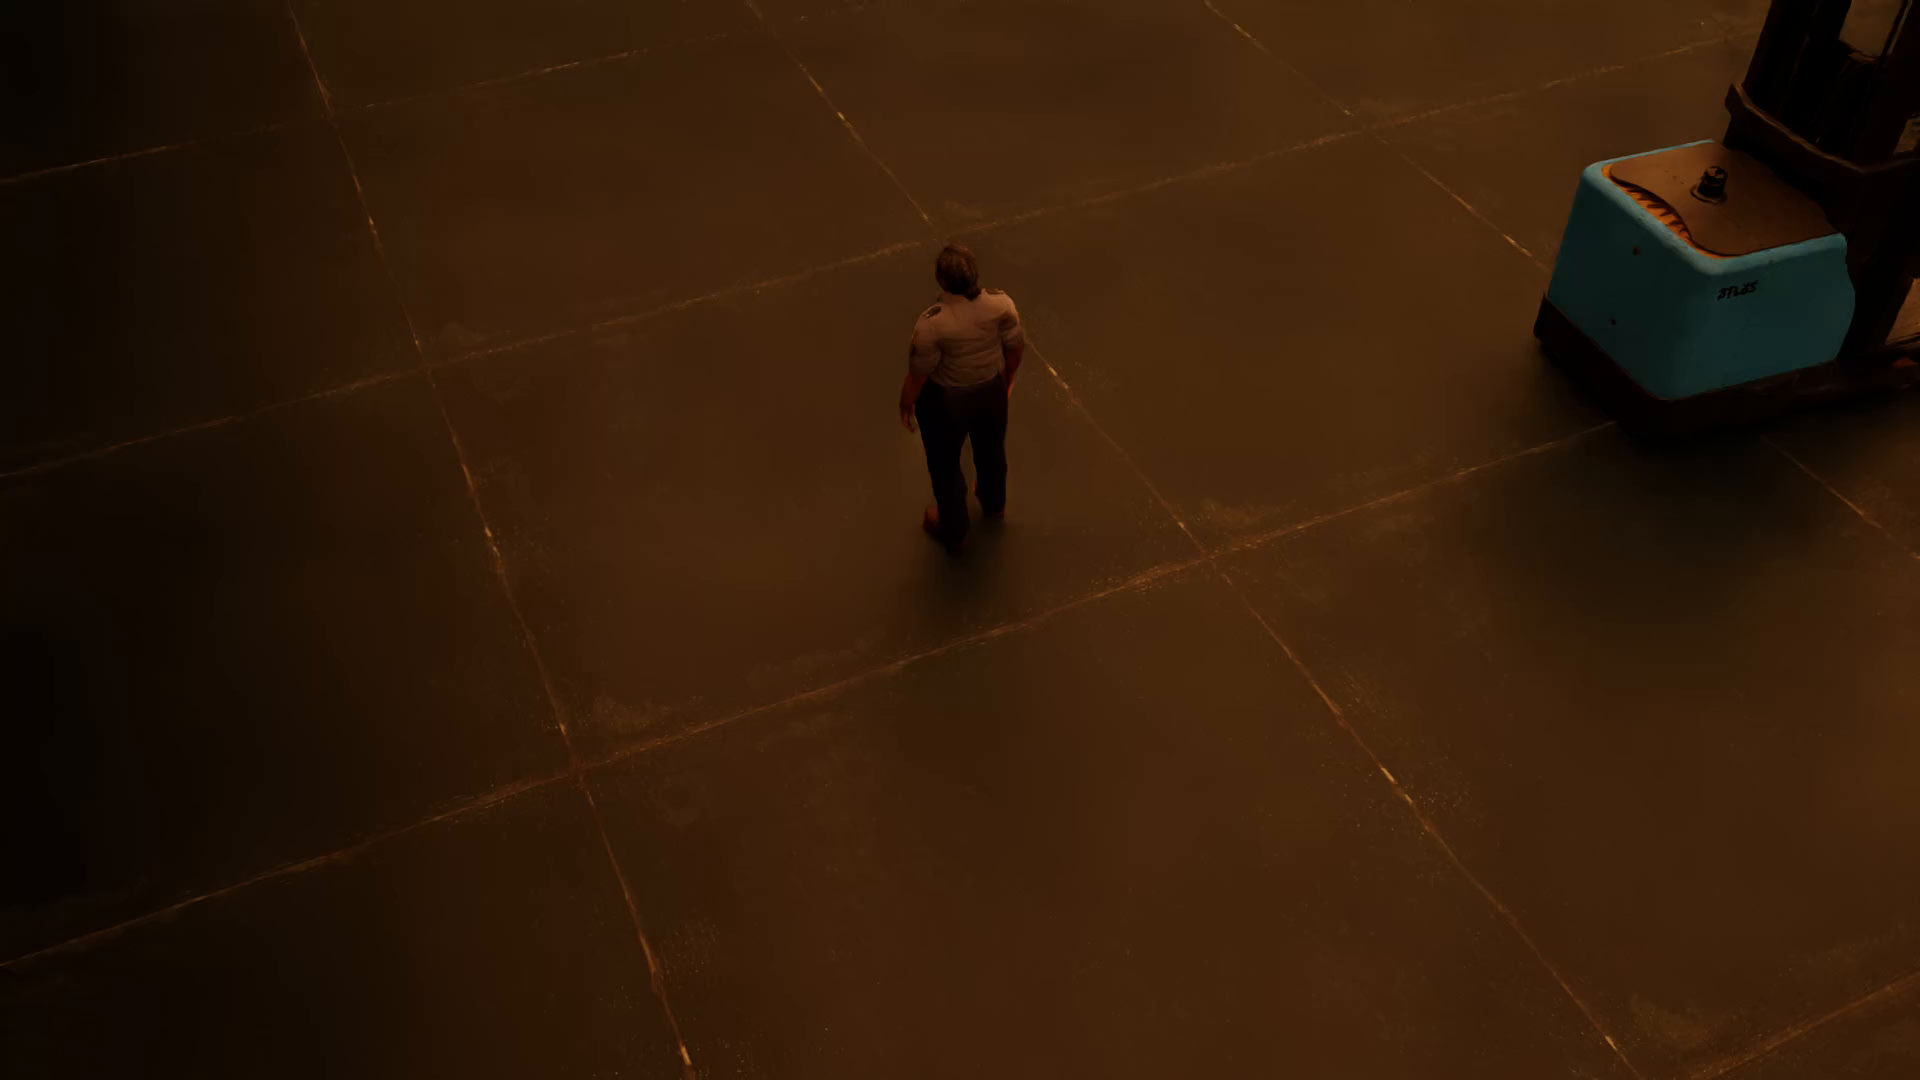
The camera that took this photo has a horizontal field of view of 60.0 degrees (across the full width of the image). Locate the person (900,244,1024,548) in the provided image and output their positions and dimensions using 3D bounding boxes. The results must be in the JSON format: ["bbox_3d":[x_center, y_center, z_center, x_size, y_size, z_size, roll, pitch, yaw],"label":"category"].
[{"bbox_3d":[-0.017,-0.670,7.328,0.599,1.650,0.502,-18,46,-18],"label":"person"}]

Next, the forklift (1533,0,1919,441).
[{"bbox_3d":[4.649,-2.184,8.021,3.031,2.935,1.130,-14,45,-14],"label":"forklift"}]
